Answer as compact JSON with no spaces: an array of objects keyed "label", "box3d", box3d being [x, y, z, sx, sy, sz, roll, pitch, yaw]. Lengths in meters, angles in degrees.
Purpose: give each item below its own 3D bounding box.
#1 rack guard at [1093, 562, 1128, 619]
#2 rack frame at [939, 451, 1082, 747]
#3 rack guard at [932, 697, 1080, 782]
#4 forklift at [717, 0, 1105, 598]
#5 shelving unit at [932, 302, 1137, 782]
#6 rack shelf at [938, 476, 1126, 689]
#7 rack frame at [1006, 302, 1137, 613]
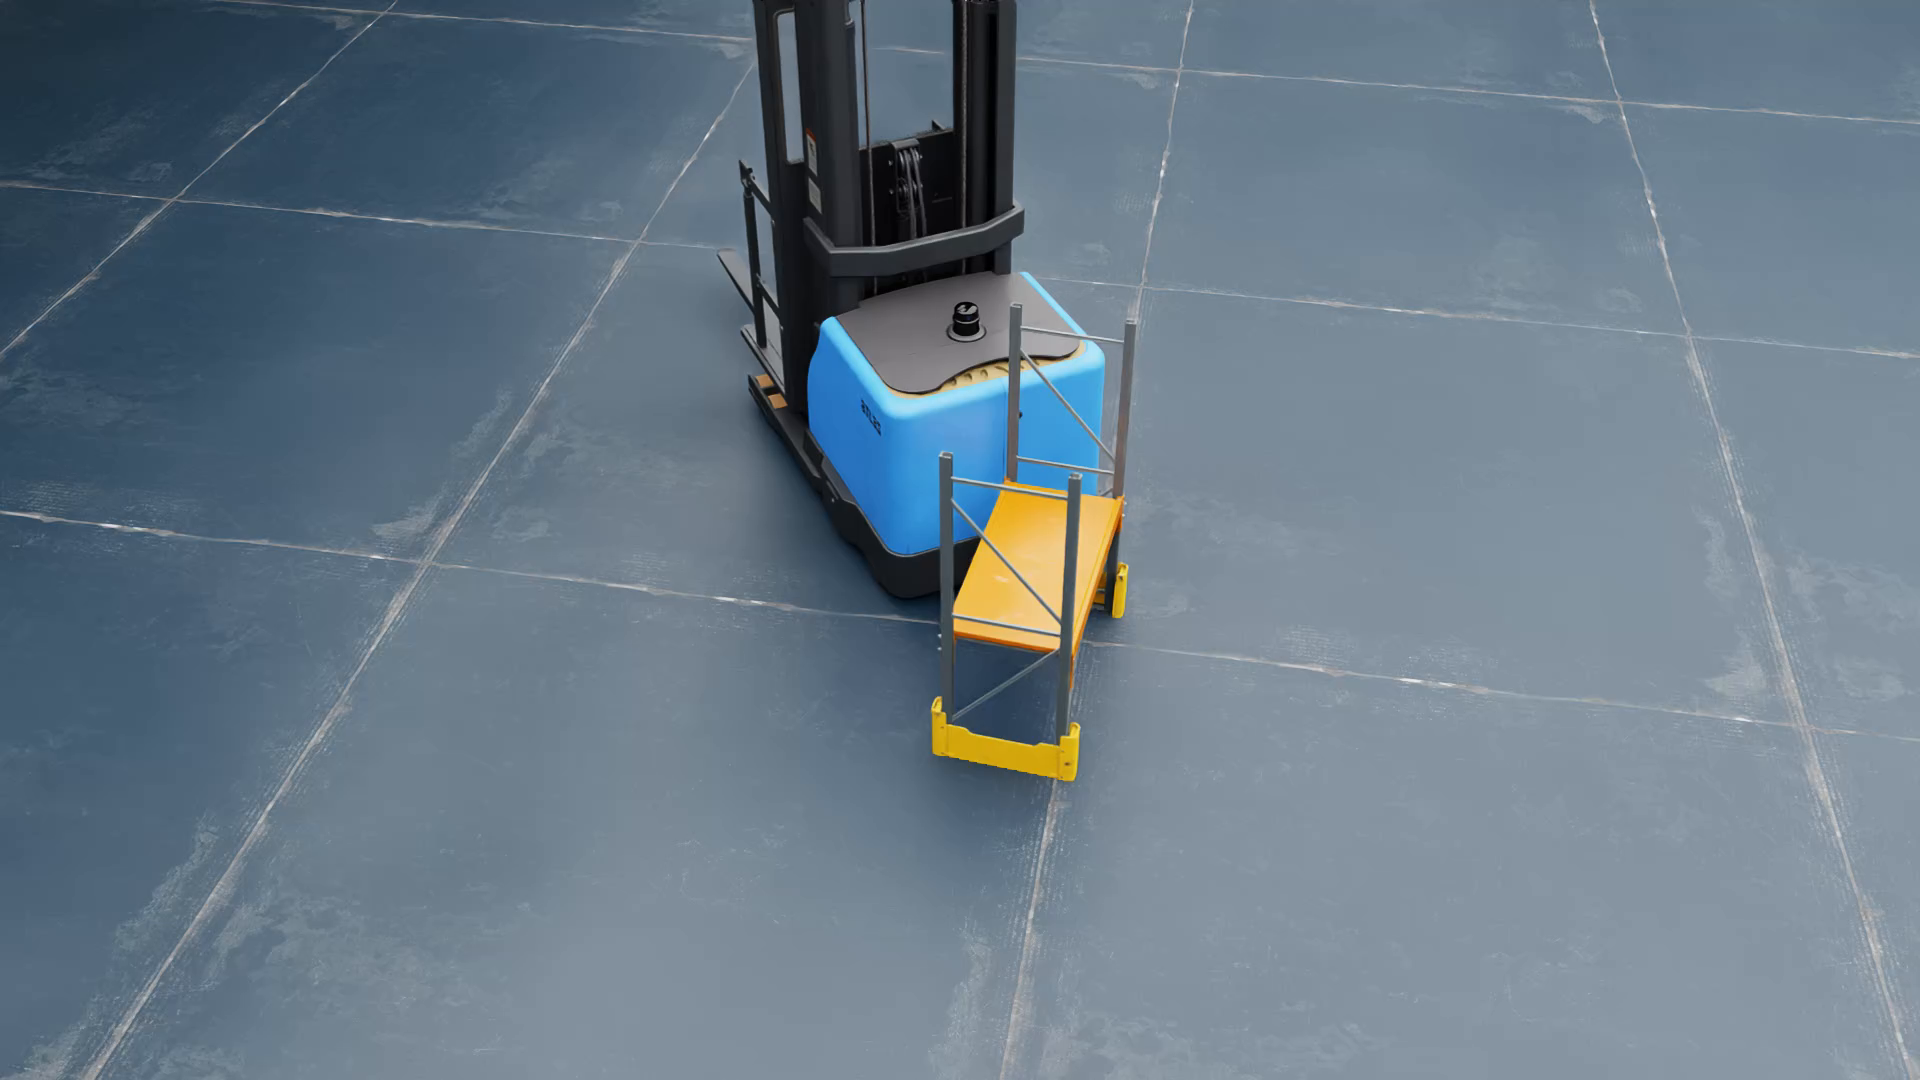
[{"label":"rack guard","box3d":[0.440,0.179,7.338,0.587,0.250,0.087,10,41,12]},{"label":"rack frame","box3d":[0.172,0.321,6.185,0.500,1.500,0.032,10,41,12]},{"label":"rack guard","box3d":[0.178,0.791,6.597,0.587,0.250,0.087,10,41,12]},{"label":"forklift","box3d":[-0.437,-1.812,7.641,1.130,2.935,3.031,-16,42,-19]},{"label":"shelving unit","box3d":[0.309,0.003,6.569,0.587,1.500,1.083,10,41,12]},{"label":"rack shelf","box3d":[0.306,0.147,6.677,0.538,0.185,1.000,10,41,12]},{"label":"rack frame","box3d":[0.440,-0.304,6.941,0.500,1.500,0.032,10,41,12]}]
